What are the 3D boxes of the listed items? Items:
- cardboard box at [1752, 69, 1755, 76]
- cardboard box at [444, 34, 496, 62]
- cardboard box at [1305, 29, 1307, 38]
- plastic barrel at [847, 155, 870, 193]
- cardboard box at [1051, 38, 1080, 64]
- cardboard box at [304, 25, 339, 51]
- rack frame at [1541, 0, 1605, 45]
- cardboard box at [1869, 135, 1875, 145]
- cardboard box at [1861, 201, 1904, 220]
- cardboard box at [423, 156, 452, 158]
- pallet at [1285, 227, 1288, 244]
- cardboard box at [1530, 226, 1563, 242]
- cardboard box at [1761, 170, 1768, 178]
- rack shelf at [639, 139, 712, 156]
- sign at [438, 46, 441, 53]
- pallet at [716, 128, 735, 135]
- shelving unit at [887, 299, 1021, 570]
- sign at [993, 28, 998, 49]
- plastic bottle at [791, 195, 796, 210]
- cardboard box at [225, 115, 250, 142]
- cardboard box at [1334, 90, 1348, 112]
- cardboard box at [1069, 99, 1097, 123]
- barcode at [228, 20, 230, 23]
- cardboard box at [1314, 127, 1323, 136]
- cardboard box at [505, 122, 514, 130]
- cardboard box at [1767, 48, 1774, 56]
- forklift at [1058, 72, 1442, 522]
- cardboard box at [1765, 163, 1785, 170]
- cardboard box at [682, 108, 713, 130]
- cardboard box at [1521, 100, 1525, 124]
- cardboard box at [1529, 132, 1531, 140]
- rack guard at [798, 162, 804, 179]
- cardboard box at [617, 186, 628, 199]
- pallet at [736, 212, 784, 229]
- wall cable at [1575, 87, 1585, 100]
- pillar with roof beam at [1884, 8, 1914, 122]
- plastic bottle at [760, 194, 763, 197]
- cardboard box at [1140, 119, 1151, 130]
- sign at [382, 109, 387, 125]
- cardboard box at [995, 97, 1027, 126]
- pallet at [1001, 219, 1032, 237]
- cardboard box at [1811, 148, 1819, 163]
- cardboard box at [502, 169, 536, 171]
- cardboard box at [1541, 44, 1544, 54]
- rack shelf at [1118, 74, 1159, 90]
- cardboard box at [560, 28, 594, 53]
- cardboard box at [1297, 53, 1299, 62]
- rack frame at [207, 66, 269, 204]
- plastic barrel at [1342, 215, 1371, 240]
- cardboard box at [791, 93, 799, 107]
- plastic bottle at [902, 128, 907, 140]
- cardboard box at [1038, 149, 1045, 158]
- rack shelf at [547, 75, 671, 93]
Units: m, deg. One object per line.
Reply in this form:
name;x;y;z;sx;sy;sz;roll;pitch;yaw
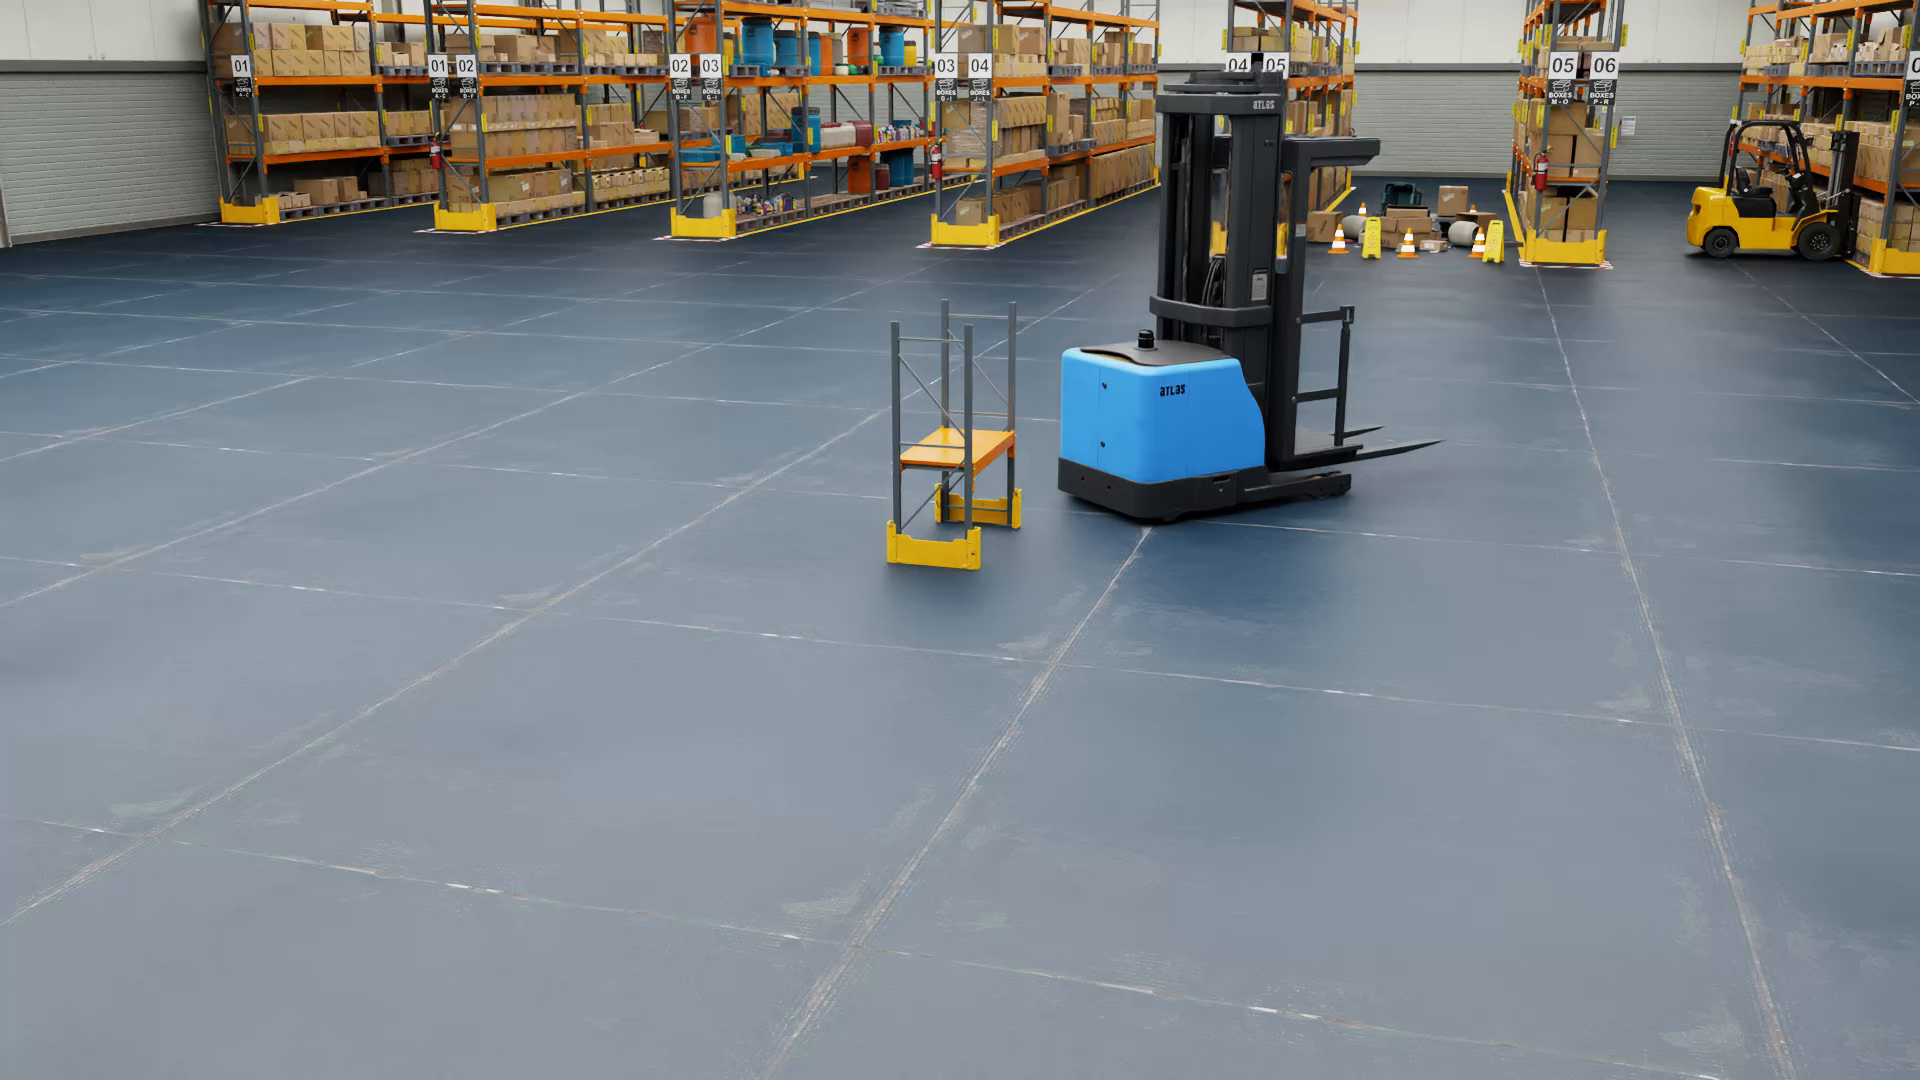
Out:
cardboard box;18.036;-10.514;37.365;0.380;0.149;0.250;5;16;16
cardboard box;-9.260;-9.299;31.404;0.797;0.503;0.637;6;17;20
cardboard box;5.848;-8.823;28.989;0.380;0.149;0.250;5;16;16
plastic barrel;-2.283;-8.382;38.091;0.600;0.830;0.708;5;16;16
cardboard box;2.157;-10.035;34.114;0.500;0.500;0.500;5;17;17
cardboard box;-13.207;-10.364;34.324;0.500;0.500;0.500;4;16;14
rack frame;10.708;-9.782;28.825;1.000;3.000;0.127;5;16;16
cardboard box;14.502;-6.275;26.084;0.380;0.149;0.250;5;17;16
cardboard box;14.302;-5.104;25.764;0.500;0.250;0.500;5;17;17
cardboard box;-12.281;-8.896;39.097;0.500;0.250;0.500;5;17;17
pallet;5.297;-5.398;29.475;1.003;0.211;1.213;5;16;16
cardboard box;9.550;-4.967;27.113;0.500;0.250;0.500;5;16;16
cardboard box;17.384;-7.843;35.606;0.380;0.149;0.250;5;17;19
rack shelf;-6.585;-9.657;40.697;1.077;0.370;4.000;5;16;16
sign;-12.434;-11.638;39.773;0.100;0.325;0.005;5;16;16
pallet;-6.349;-10.233;41.762;1.003;0.211;1.213;5;16;16
shelving unit;-0.022;-0.702;10.554;0.587;1.500;1.083;5;16;16
sign;0.590;-8.439;27.986;0.100;0.325;0.005;5;16;16
plastic bottle;-3.363;-6.801;33.483;0.061;0.283;0.133;5;17;19
cardboard box;-14.248;-8.208;33.134;0.500;0.500;0.500;4;16;15
cardboard box;9.021;-10.518;39.853;0.500;0.500;0.500;4;16;14
cardboard box;2.566;-9.431;36.562;0.797;0.503;0.637;5;17;18
barcode;-14.455;-10.255;32.876;0.001;0.075;0.075;5;16;16
cardboard box;7.056;-8.078;33.631;0.500;0.500;0.500;5;16;16
cardboard box;-8.891;-8.033;32.282;0.380;0.149;0.250;4;16;15
cardboard box;17.236;-10.276;35.026;0.380;0.149;0.250;5;17;17
forklift;2.219;-1.812;11.848;3.031;2.935;1.130;-10;18;-31
cardboard box;17.442;-7.981;35.549;0.380;0.149;0.250;4;16;15
cardboard box;-6.460;-10.309;40.726;0.700;0.500;0.500;1;16;2
cardboard box;12.318;-9.159;35.606;0.500;0.500;0.500;4;16;14
cardboard box;11.059;-7.829;31.436;0.500;0.500;0.500;4;16;14
rack guard;-4.902;-10.350;46.404;1.175;0.500;0.348;5;16;16
cardboard box;-7.647;-7.668;36.636;0.500;0.250;0.500;4;16;14
pallet;-4.118;-6.214;32.350;1.003;0.211;1.213;5;16;16
wall cable;17.061;-11.894;45.404;0.588;1.984;0.122;5;16;16
pillar with roof beam;12.971;-10.367;30.888;9.100;9.000;0.400;5;16;16
plastic bottle;-4.053;-6.898;33.845;0.097;0.271;0.097;0;16;0
cardboard box;4.588;-10.594;42.414;0.500;0.250;0.500;4;16;15
sign;-12.519;-9.193;36.156;0.100;0.325;0.005;5;16;16
cardboard box;0.913;-7.805;30.289;0.500;0.500;0.500;5;16;16
pallet;0.705;-5.824;30.975;1.003;0.211;1.213;5;16;16
cardboard box;15.808;-6.987;30.240;0.500;0.250;0.500;5;17;18
cardboard box;-9.007;-7.314;34.015;0.500;0.500;0.500;5;16;16
cardboard box;10.075;-8.339;28.234;0.380;0.149;0.250;4;16;15
rack shelf;4.048;-11.377;41.265;1.077;0.370;4.000;5;16;16
cardboard box;-8.077;-10.525;35.074;0.500;0.500;0.500;5;17;17
cardboard box;5.488;-8.108;27.928;0.380;0.149;0.250;5;16;16
rack frame;-14.178;-7.770;32.726;1.000;3.000;0.127;5;16;16
plastic barrel;7.081;-5.598;29.789;0.421;0.421;0.512;-10;19;-32
cardboard box;-4.743;-11.964;45.497;0.500;0.500;0.500;4;16;15
plastic bottle;-1.356;-9.690;39.725;0.152;0.276;0.135;5;16;16
cardboard box;1.427;-7.464;32.108;0.380;0.149;0.250;5;16;16
rack shelf;-7.722;-10.053;36.598;1.077;0.370;4.000;5;16;16
